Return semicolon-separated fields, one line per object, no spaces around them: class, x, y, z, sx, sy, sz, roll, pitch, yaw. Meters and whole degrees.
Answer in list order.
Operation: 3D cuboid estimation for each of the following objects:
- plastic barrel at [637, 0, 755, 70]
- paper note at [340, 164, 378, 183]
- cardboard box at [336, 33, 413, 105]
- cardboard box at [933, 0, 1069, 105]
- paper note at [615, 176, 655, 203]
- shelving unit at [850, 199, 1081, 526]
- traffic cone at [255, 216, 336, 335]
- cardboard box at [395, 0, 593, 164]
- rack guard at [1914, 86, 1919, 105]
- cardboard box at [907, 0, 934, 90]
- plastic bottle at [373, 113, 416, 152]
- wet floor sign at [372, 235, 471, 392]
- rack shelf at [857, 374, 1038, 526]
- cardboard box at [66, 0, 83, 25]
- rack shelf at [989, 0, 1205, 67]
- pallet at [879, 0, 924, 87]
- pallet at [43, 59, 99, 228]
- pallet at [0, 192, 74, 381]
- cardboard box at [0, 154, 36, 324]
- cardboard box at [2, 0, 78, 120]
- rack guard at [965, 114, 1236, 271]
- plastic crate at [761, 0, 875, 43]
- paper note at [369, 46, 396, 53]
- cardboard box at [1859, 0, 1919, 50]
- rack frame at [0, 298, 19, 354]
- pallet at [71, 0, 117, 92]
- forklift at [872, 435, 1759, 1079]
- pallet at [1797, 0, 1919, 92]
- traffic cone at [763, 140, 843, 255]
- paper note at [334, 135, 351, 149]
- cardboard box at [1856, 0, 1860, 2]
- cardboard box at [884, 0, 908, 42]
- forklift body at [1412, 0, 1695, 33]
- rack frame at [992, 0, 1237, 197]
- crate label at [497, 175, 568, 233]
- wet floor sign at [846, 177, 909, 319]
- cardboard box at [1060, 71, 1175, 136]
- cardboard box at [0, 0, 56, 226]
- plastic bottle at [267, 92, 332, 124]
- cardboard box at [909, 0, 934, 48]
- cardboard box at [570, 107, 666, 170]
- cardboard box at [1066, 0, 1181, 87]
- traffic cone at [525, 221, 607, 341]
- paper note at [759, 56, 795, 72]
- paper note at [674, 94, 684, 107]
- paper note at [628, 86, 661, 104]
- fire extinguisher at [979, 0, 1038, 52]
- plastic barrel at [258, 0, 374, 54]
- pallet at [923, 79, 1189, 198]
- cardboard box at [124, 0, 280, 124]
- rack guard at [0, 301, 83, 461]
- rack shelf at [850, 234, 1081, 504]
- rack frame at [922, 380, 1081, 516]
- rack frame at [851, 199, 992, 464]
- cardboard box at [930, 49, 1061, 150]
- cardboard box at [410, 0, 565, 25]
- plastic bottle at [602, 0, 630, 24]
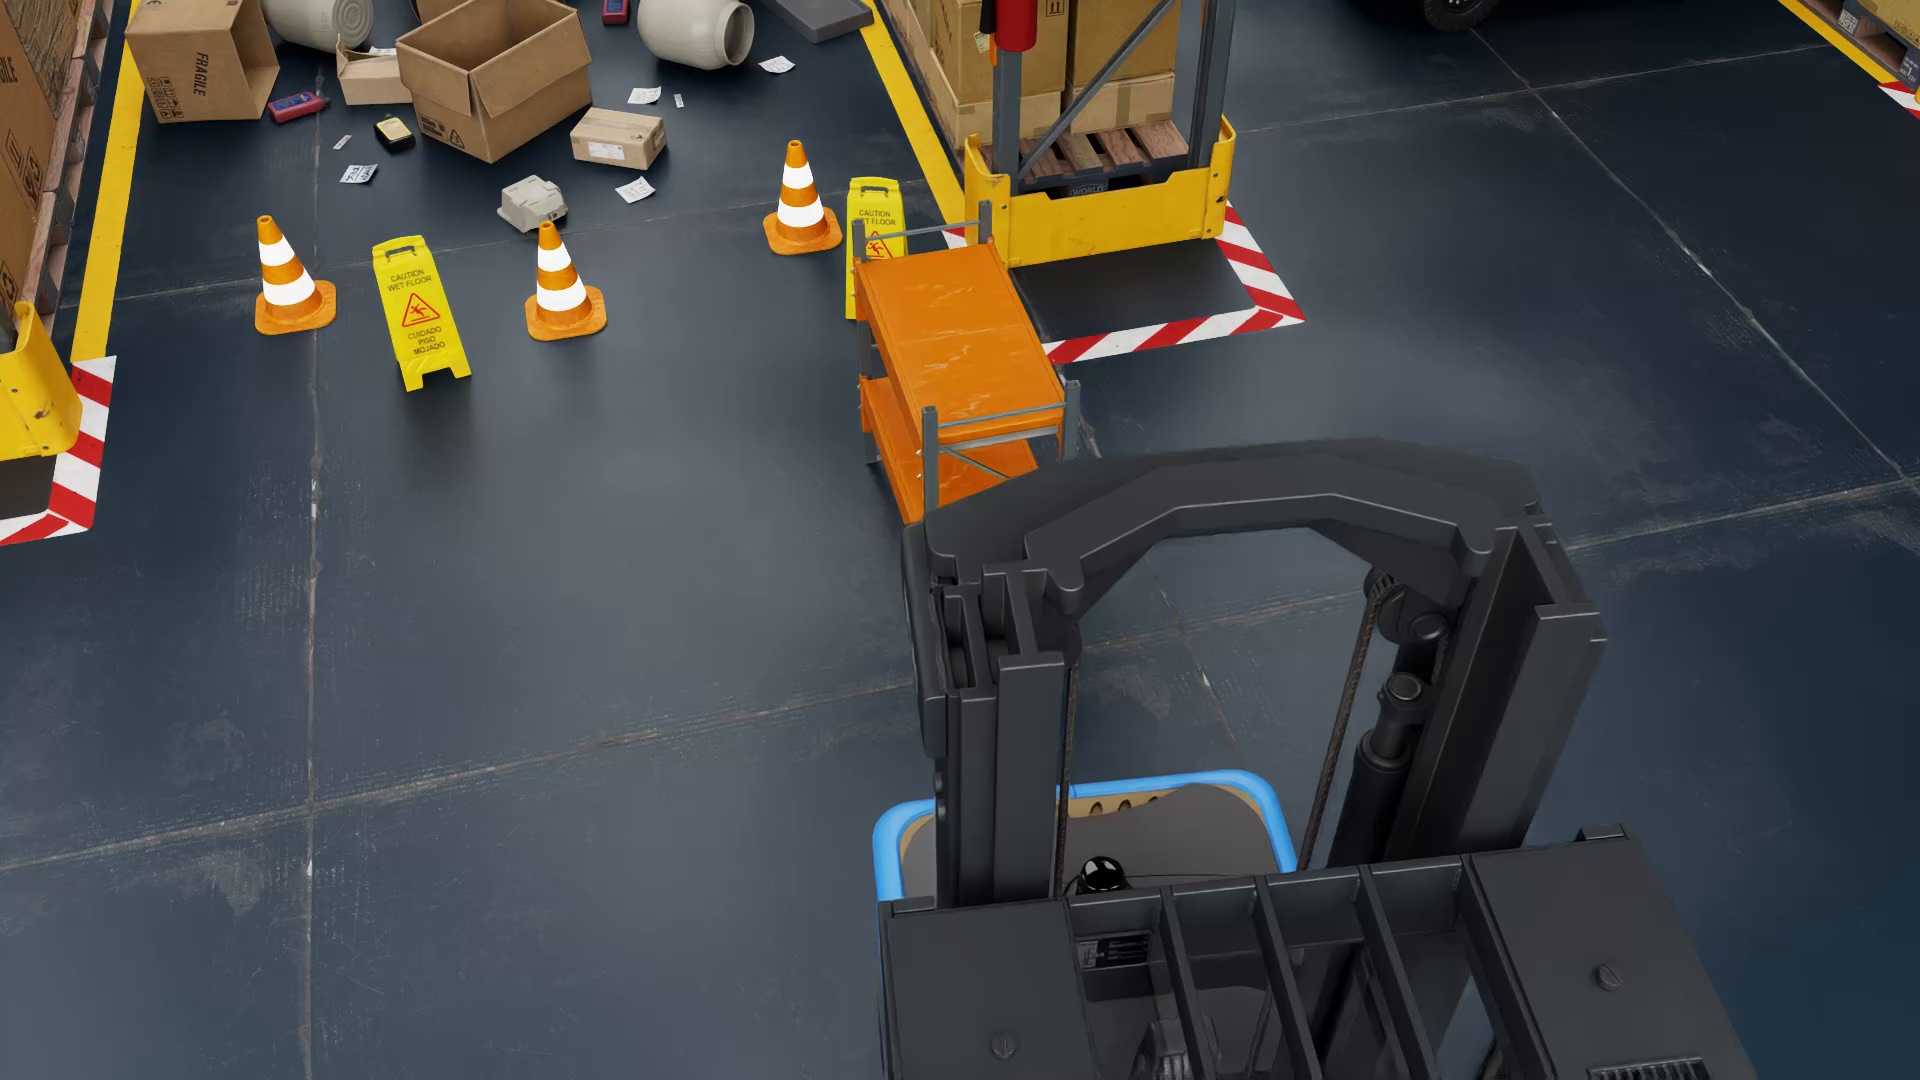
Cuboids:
plastic barrel;-1.357;-2.654;8.554;0.512;0.421;0.421;19;48;17
paper note;-2.874;-1.756;7.950;0.144;0.017;0.142;4;46;4
cardboard box;-2.928;-2.386;8.402;0.396;0.266;0.258;-3;46;-3
cardboard box;0.178;-2.359;7.567;0.500;0.500;0.500;-10;46;-10
paper note;-1.531;-1.656;7.851;0.148;0.019;0.142;-26;51;-24
shelving unit;-0.002;-0.398;5.853;0.538;1.125;1.048;-11;47;-10
traffic cone;-2.887;-1.170;7.072;0.336;0.463;0.334;-11;47;-10
cardboard box;-2.262;-2.282;8.134;0.637;0.503;0.797;27;51;24
rack guard;5.438;-2.425;8.276;1.175;0.500;0.348;-11;47;-10
cardboard box;0.043;-2.459;8.190;0.500;0.250;0.500;-11;47;-10
plastic bottle;-2.794;-2.009;8.176;0.133;0.061;0.283;-26;51;-24
wet floor sign;-2.203;-0.949;6.729;0.267;0.644;0.232;-18;48;-17
rack shelf;-0.002;-0.227;6.027;0.538;0.278;1.000;-11;47;-10
cardboard box;-5.055;-3.149;8.430;0.875;0.875;0.875;-10;46;-10
rack shelf;0.123;-3.535;8.118;1.077;0.370;4.000;-11;47;-10
pallet;0.133;-2.891;8.935;1.003;0.211;1.213;-11;47;-10
pallet;-4.713;-1.834;7.899;1.003;0.211;1.213;-11;47;-10
pallet;-4.405;-0.993;7.075;1.003;0.211;1.213;-11;47;-10
cardboard box;-4.362;-1.291;6.608;0.875;0.875;0.875;-10;47;-10
cardboard box;-4.820;-2.528;7.820;0.875;0.875;0.875;-10;46;-10
rack guard;0.615;-1.584;7.452;1.175;0.500;0.348;-11;47;-10
plastic crate;-0.780;-2.912;9.048;0.402;0.080;0.583;-26;51;-24
paper note;-3.032;-2.548;8.731;0.172;0.023;0.155;4;46;4
cardboard box;5.007;-2.767;8.493;0.500;0.250;0.500;-10;46;-10
rack frame;-4.124;-1.431;5.552;1.000;3.000;0.127;-11;47;-10
pallet;-5.029;-2.678;8.726;1.003;0.211;1.213;-11;47;-10
forklift;0.461;1.384;2.842;1.130;2.935;3.031;-5;46;-5
pallet;5.196;-2.861;8.906;1.003;0.211;1.213;-11;47;-10
traffic cone;-0.722;-1.579;7.474;0.336;0.463;0.334;-11;47;-10
paper note;-3.030;-1.952;8.156;0.032;0.001;0.123;11;47;11
cardboard box;4.888;-3.113;8.831;0.500;0.250;0.500;-11;47;-10
cardboard box;-0.096;-2.819;8.544;0.500;0.250;0.500;-12;47;-12
forklift body;3.183;-3.995;8.659;2.313;2.155;1.214;-11;47;-10
rack frame;0.635;-2.406;6.508;1.000;3.000;0.127;-11;47;-10
crate label;-1.969;-1.559;7.682;0.250;0.136;0.298;-35;55;-30
wet floor sign;-0.351;-1.255;7.028;0.267;0.644;0.232;4;46;4
cardboard box;0.696;-2.198;7.935;0.500;0.250;0.500;-11;47;-11
cardboard box;-4.589;-1.898;7.203;0.875;0.875;0.875;-11;47;-11
plastic bottle;-3.312;-2.182;8.345;0.283;0.061;0.133;-26;51;-24
cardboard box;0.041;-2.718;7.920;0.500;0.500;0.500;-9;46;-9
cardboard box;-1.653;-1.943;8.050;0.380;0.149;0.250;11;47;11
cardboard box;0.689;-2.477;7.683;0.500;0.500;0.500;-12;47;-12
traffic cone;-1.708;-1.141;7.045;0.336;0.463;0.334;-11;47;-10
paper note;-0.951;-2.478;8.658;0.142;0.019;0.148;-26;51;-24
paper note;-1.424;-2.226;8.425;0.032;0.001;0.123;-11;47;-10
paper note;-1.604;-2.265;8.457;0.148;0.019;0.142;4;46;4
fire extinguisher;0.219;-2.216;6.375;0.296;0.674;0.183;-11;47;-10
plastic barrel;-3.375;-2.788;8.686;0.512;0.421;0.421;19;48;17
pallet;0.442;-2.050;8.111;1.003;0.211;1.213;-11;47;-10
cardboard box;-3.759;-2.435;8.284;0.500;0.500;0.500;-3;46;-3
rack guard;-4.118;-0.540;6.429;1.175;0.500;0.348;-11;47;-10
rack shelf;-0.002;-0.603;5.644;0.538;0.278;1.000;-11;47;-10
rack frame;0.128;-0.047;5.509;0.500;1.125;0.032;-11;47;-10
rack frame;-0.132;-0.749;6.197;0.500;1.125;0.032;-11;47;-10
cardboard box;0.162;-2.116;7.855;0.500;0.250;0.500;-11;47;-11
cardboard box;-2.509;-2.974;8.717;0.797;0.637;0.503;-11;47;-10
plastic bottle;-1.872;-2.905;9.054;0.133;0.061;0.283;-3;46;-3
